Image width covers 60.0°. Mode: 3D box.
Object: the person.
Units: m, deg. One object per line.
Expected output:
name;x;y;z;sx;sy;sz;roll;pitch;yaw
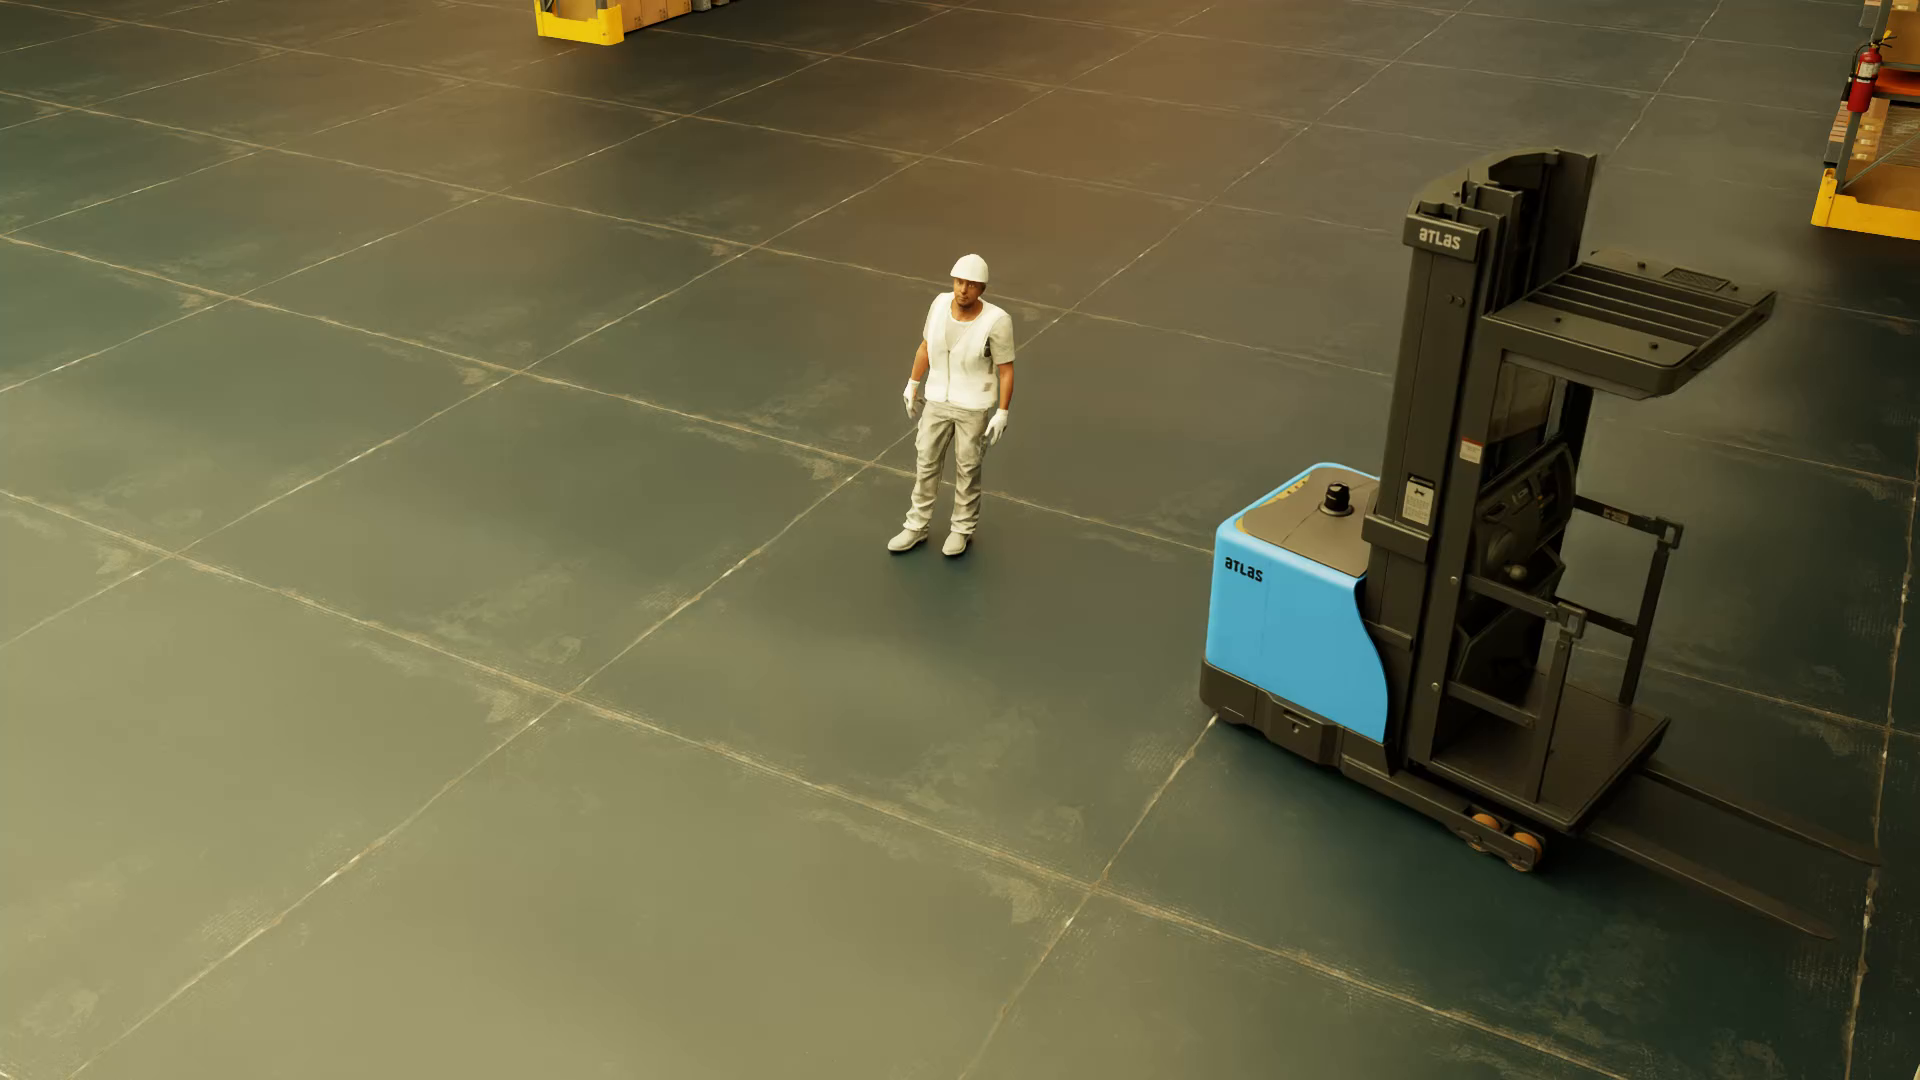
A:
person;-0.043;-0.749;9.502;0.657;1.785;0.575;15;33;25

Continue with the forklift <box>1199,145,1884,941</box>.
forklift;2.645;-0.087;7.222;3.031;2.935;1.130;25;38;36
